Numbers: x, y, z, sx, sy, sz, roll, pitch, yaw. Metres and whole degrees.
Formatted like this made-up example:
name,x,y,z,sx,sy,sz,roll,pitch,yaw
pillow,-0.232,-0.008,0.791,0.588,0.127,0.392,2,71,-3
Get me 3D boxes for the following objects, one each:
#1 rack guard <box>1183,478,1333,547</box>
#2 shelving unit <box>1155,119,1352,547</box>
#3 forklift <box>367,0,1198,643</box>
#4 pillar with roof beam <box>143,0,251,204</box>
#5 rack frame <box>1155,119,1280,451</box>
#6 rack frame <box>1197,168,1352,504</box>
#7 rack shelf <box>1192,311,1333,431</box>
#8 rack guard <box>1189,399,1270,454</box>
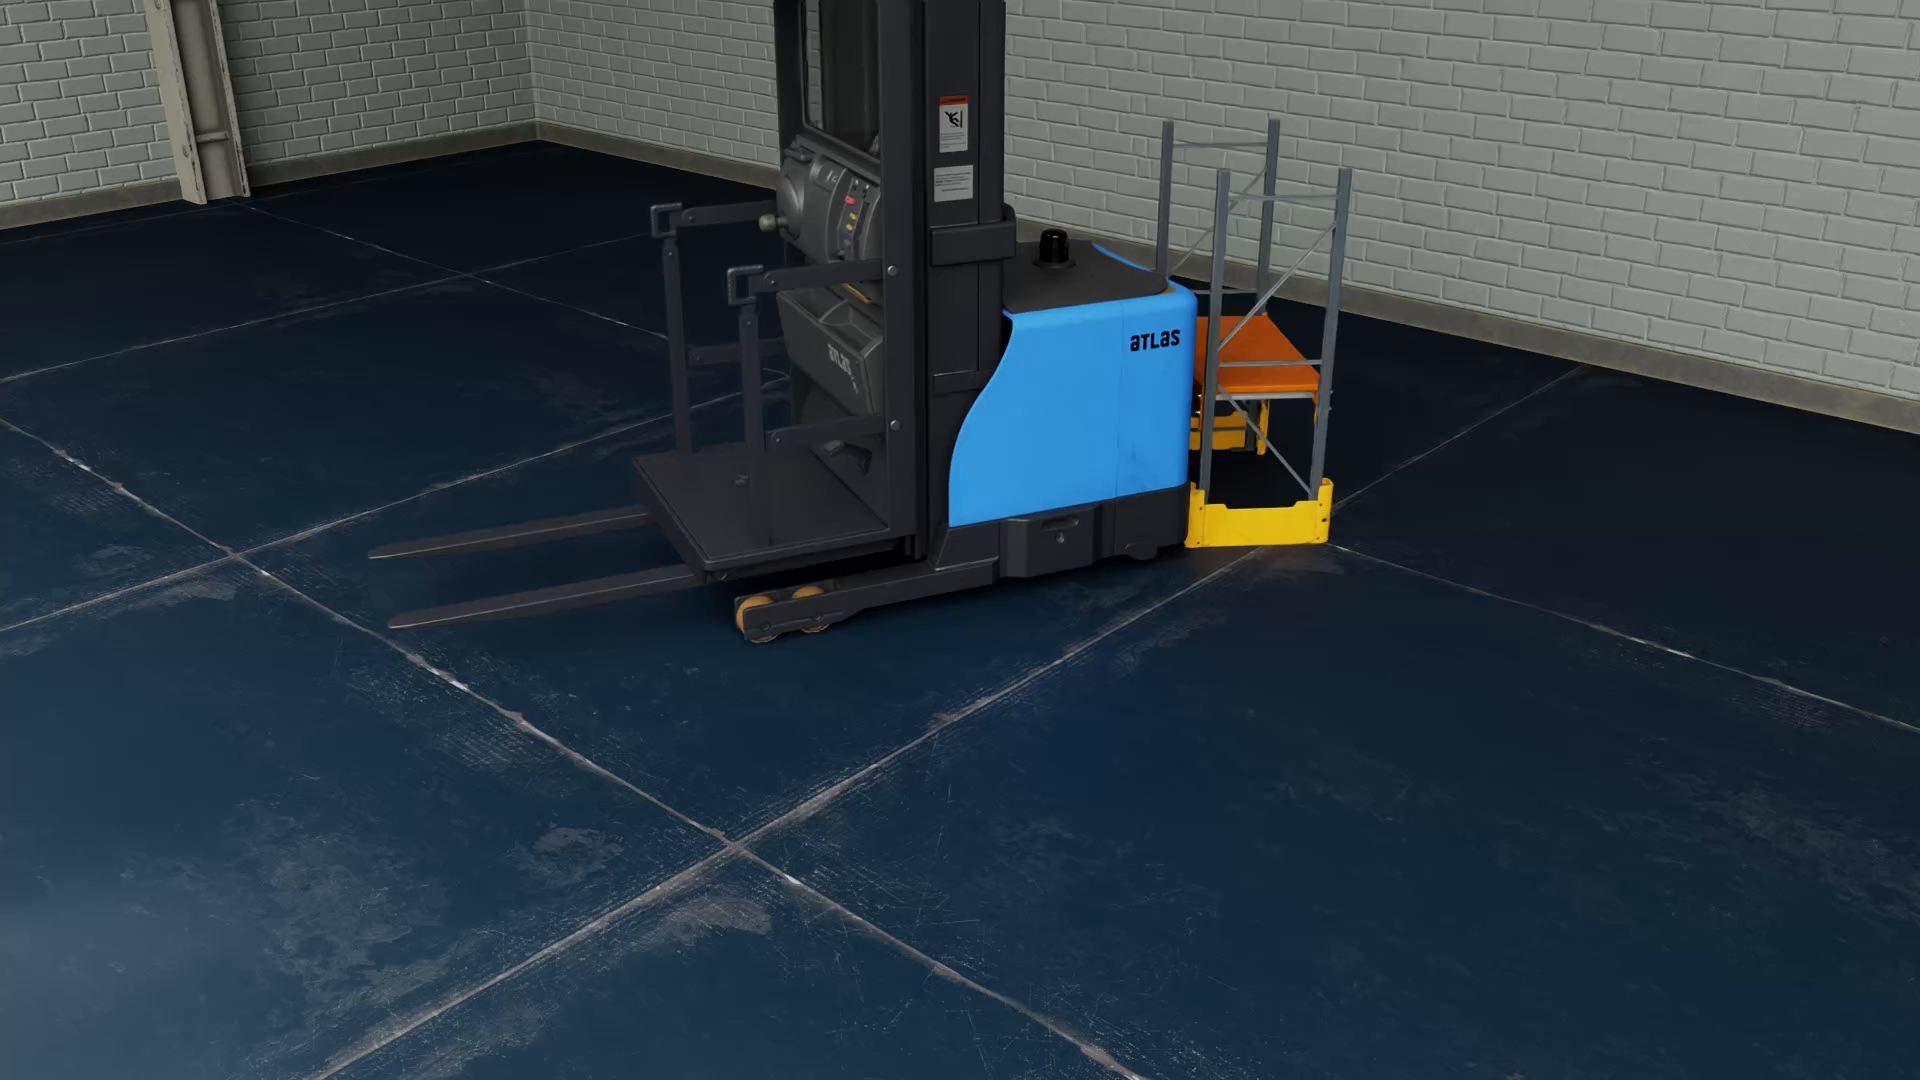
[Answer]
name,x,y,z,sx,sy,sz,roll,pitch,yaw
rack guard,1.197,-0.111,6.692,0.587,0.250,0.087,-2,24,-4
shelving unit,1.154,-0.884,6.889,0.587,1.500,1.083,-2,24,-4
forklift,-0.658,-1.215,5.878,3.031,2.935,1.130,-10,26,-22
pillar with roof beam,-2.383,-5.508,8.037,9.100,9.000,0.400,20,31,38
rack frame,1.110,-1.095,7.359,0.500,1.500,0.032,-2,24,-4
rack frame,1.197,-0.681,6.435,0.500,1.500,0.032,-2,24,-4
rack shelf,1.154,-0.724,6.971,0.538,0.185,1.000,-2,24,-4
rack guard,1.112,-0.517,7.597,0.587,0.250,0.087,-2,24,-4
